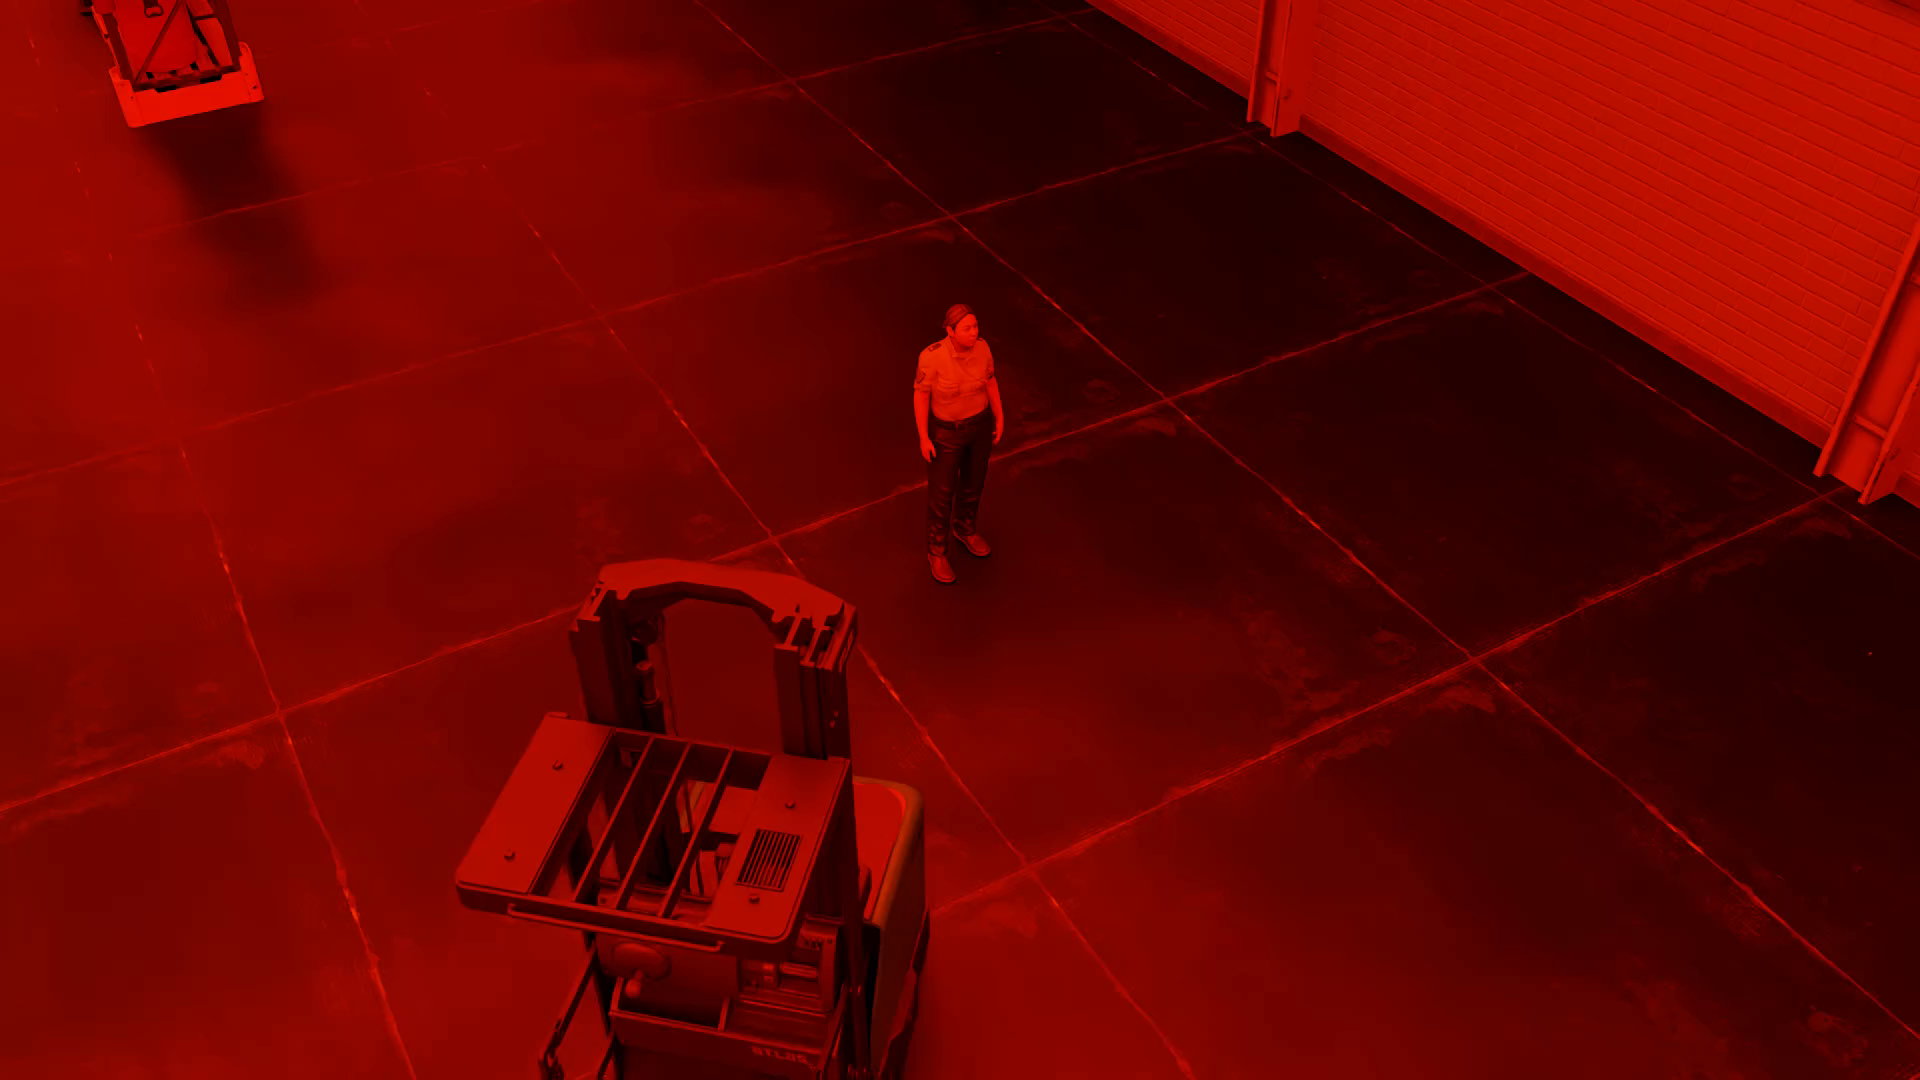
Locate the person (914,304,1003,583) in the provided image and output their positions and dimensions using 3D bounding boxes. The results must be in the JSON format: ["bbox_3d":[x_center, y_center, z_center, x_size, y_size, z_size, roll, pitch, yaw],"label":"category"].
[{"bbox_3d":[0.025,-0.584,9.732,0.598,1.651,0.503,-20,44,-23],"label":"person"}]

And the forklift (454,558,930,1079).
[{"bbox_3d":[-0.957,1.640,6.059,1.130,2.935,3.031,8,40,9],"label":"forklift"}]
